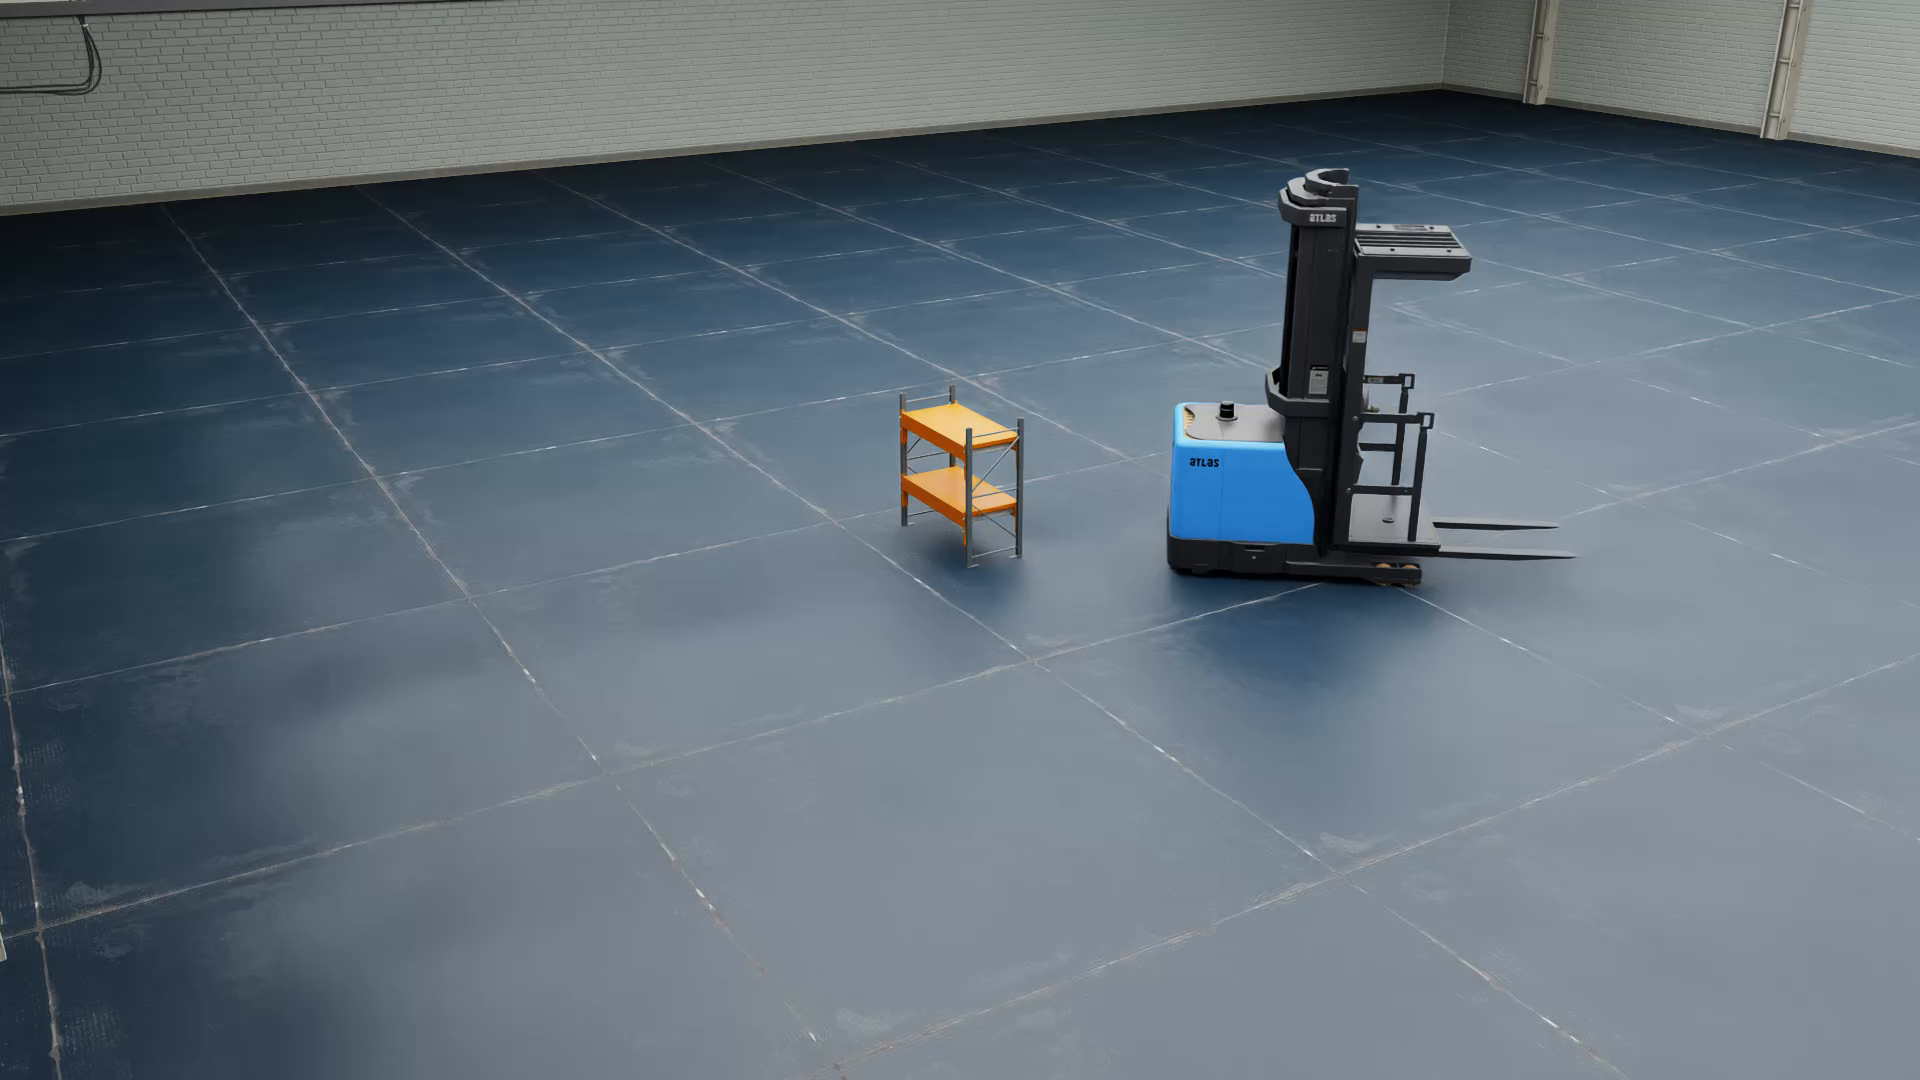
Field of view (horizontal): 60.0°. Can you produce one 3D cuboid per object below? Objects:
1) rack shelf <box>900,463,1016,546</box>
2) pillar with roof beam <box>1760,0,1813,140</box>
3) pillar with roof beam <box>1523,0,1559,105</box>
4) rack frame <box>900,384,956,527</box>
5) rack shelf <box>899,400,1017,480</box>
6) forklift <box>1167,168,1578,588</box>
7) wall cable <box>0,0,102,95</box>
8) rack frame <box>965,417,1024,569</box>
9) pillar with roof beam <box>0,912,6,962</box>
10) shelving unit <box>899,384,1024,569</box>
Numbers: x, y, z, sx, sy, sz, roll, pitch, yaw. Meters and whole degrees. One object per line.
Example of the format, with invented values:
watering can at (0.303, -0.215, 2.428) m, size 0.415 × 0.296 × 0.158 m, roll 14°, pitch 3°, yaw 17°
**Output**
rack shelf at (0.003, -0.292, 13.154) m, size 0.538 × 0.278 × 1.000 m, roll -13°, pitch 25°, yaw -28°
pillar with roof beam at (12.318, -11.251, 29.008) m, size 9.100 × 9.000 × 0.400 m, roll -13°, pitch 25°, yaw -28°
pillar with roof beam at (9.253, -13.193, 33.787) m, size 9.100 × 9.000 × 0.400 m, roll -13°, pitch 25°, yaw -28°
rack frame at (-0.256, -0.683, 13.466) m, size 0.500 × 1.125 × 0.032 m, roll -13°, pitch 25°, yaw -28°
rack shelf at (0.003, -0.790, 12.951) m, size 0.538 × 0.278 × 1.000 m, roll -13°, pitch 25°, yaw -28°
forklift at (3.132, -1.215, 12.374) m, size 3.031 × 2.935 × 1.130 m, roll 2°, pitch 22°, yaw 6°
wall cable at (-14.495, -7.732, 24.474) m, size 3.097 × 2.526 × 0.112 m, roll -13°, pitch 25°, yaw -28°
rack frame at (0.263, -0.354, 12.657) m, size 0.500 × 1.125 × 0.032 m, roll -13°, pitch 25°, yaw -28°
pillar with roof beam at (-1.231, -2.964, 8.619) m, size 9.100 × 9.000 × 0.400 m, roll -13°, pitch 25°, yaw -28°
shelving unit at (0.003, -0.519, 13.061) m, size 0.538 × 1.125 × 1.048 m, roll -13°, pitch 25°, yaw -28°
